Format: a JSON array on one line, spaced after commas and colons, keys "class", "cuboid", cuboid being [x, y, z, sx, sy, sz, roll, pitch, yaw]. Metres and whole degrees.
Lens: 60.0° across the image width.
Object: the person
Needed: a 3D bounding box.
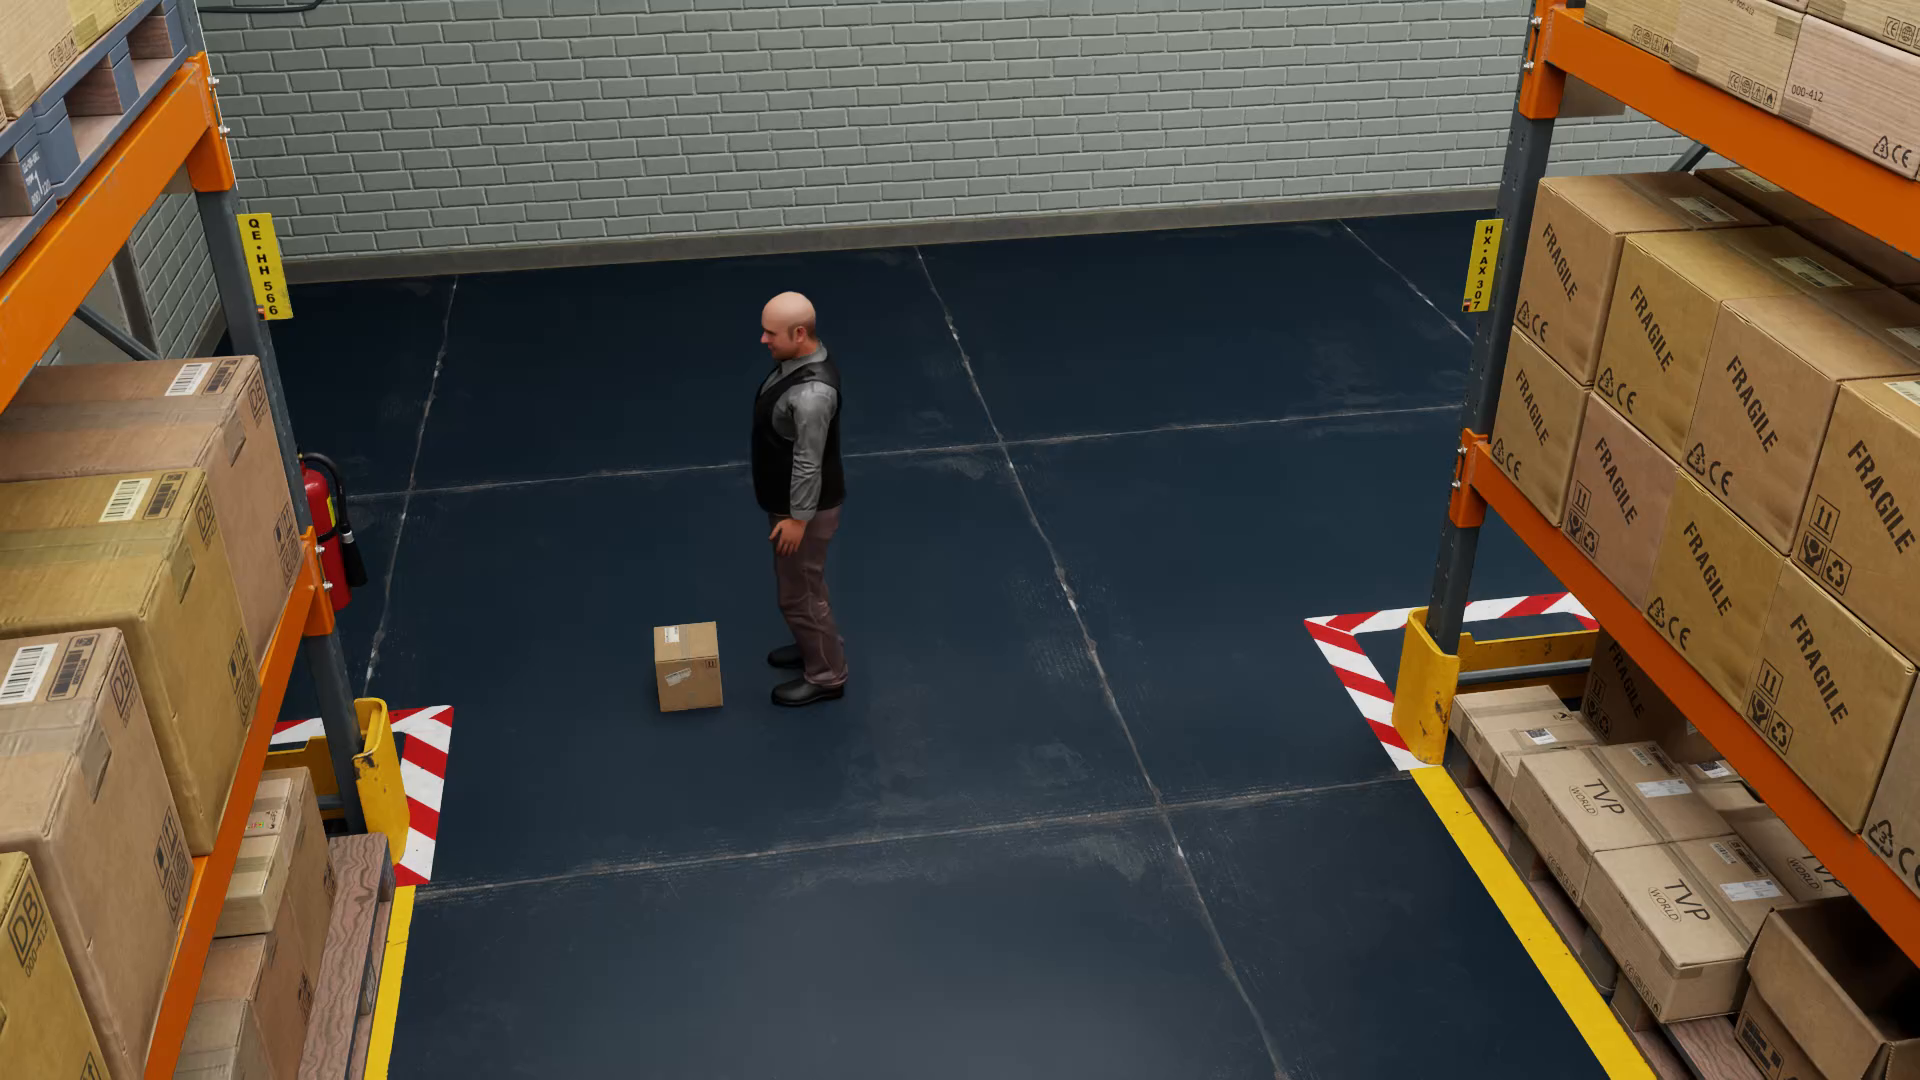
[{"class": "person", "cuboid": [-0.615, -0.149, 6.421, 0.357, 1.714, 0.533, -5, 31, -8]}]
